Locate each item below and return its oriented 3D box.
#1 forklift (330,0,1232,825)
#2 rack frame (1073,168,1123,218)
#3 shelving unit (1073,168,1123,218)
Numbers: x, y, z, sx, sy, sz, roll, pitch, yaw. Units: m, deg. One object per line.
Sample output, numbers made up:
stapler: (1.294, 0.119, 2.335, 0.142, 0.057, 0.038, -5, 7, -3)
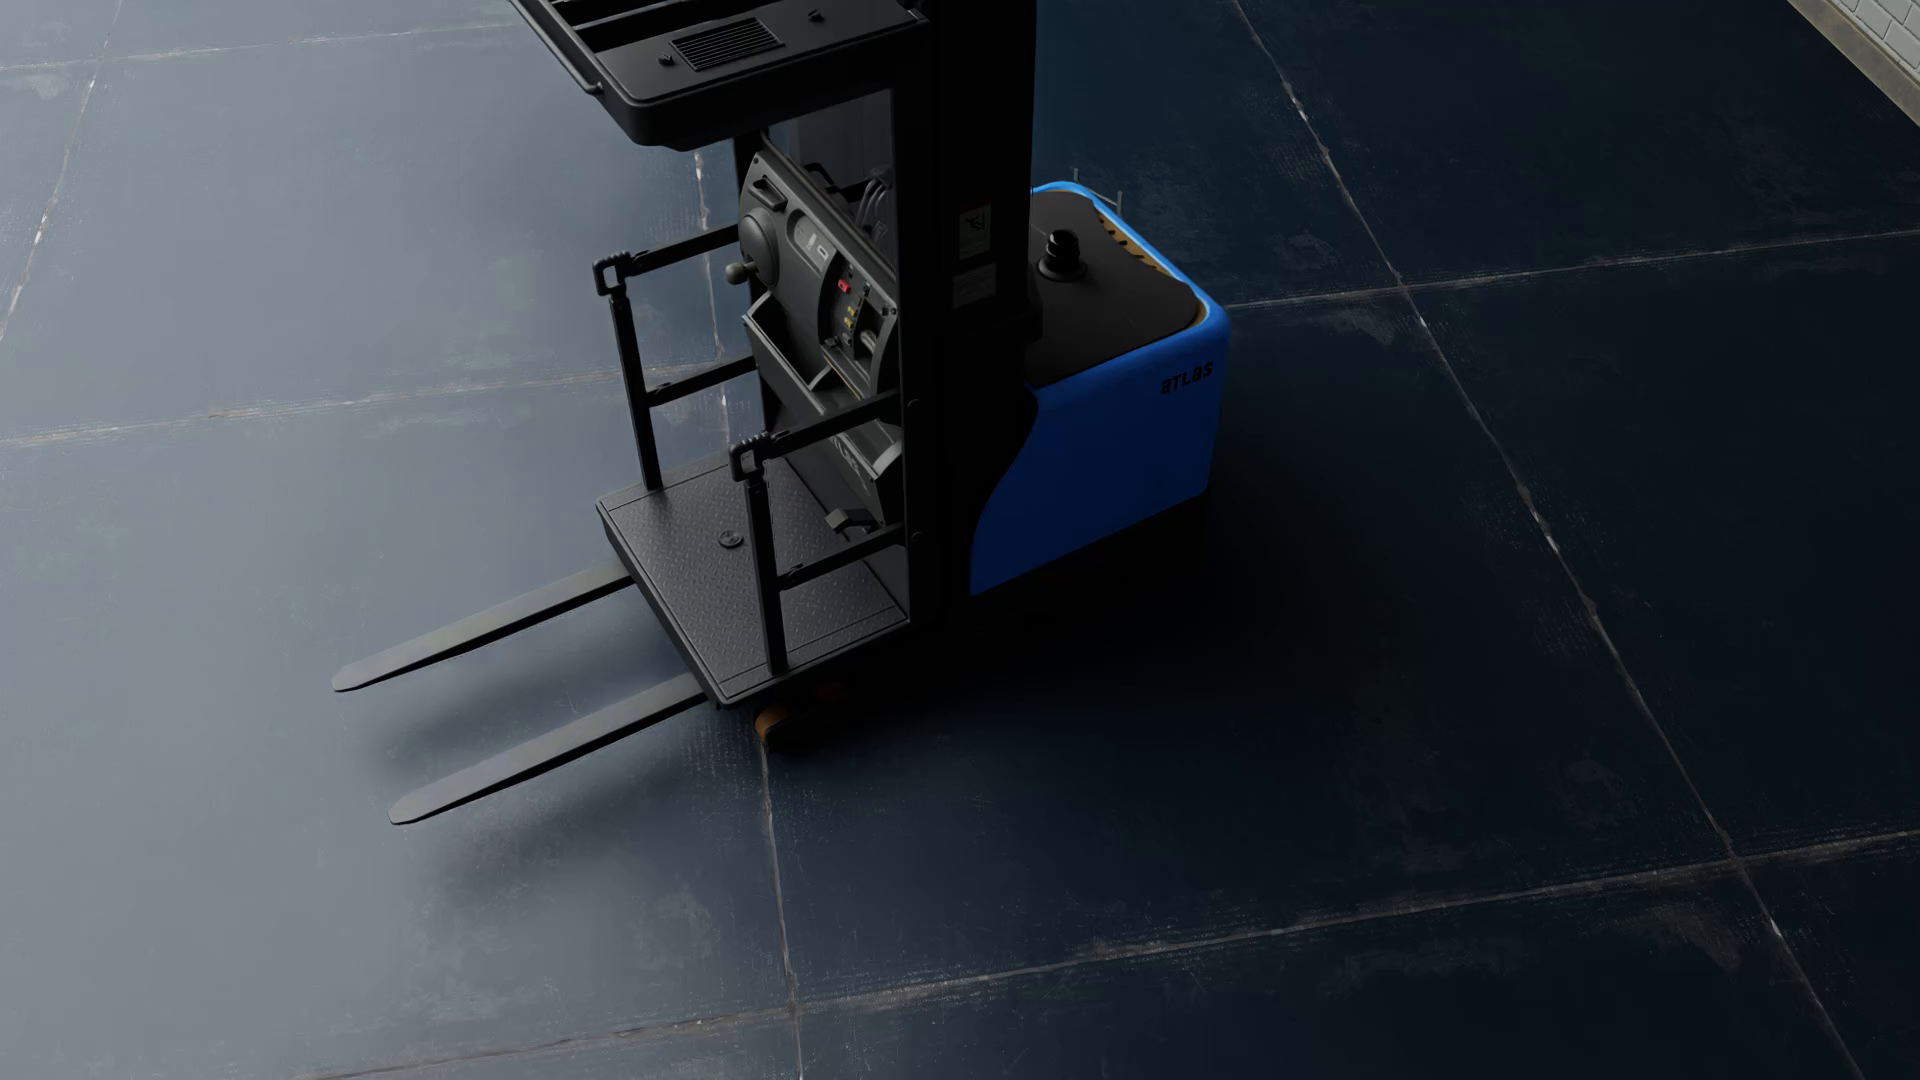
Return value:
forklift: (-0.613, -0.755, 4.942, 3.031, 2.935, 1.130, -23, 50, -21)
rack frame: (0.526, -1.053, 6.640, 0.240, 0.900, 0.006, 35, 55, 29)
shelving unit: (0.456, -1.000, 6.589, 0.258, 0.900, 0.210, 35, 55, 29)
